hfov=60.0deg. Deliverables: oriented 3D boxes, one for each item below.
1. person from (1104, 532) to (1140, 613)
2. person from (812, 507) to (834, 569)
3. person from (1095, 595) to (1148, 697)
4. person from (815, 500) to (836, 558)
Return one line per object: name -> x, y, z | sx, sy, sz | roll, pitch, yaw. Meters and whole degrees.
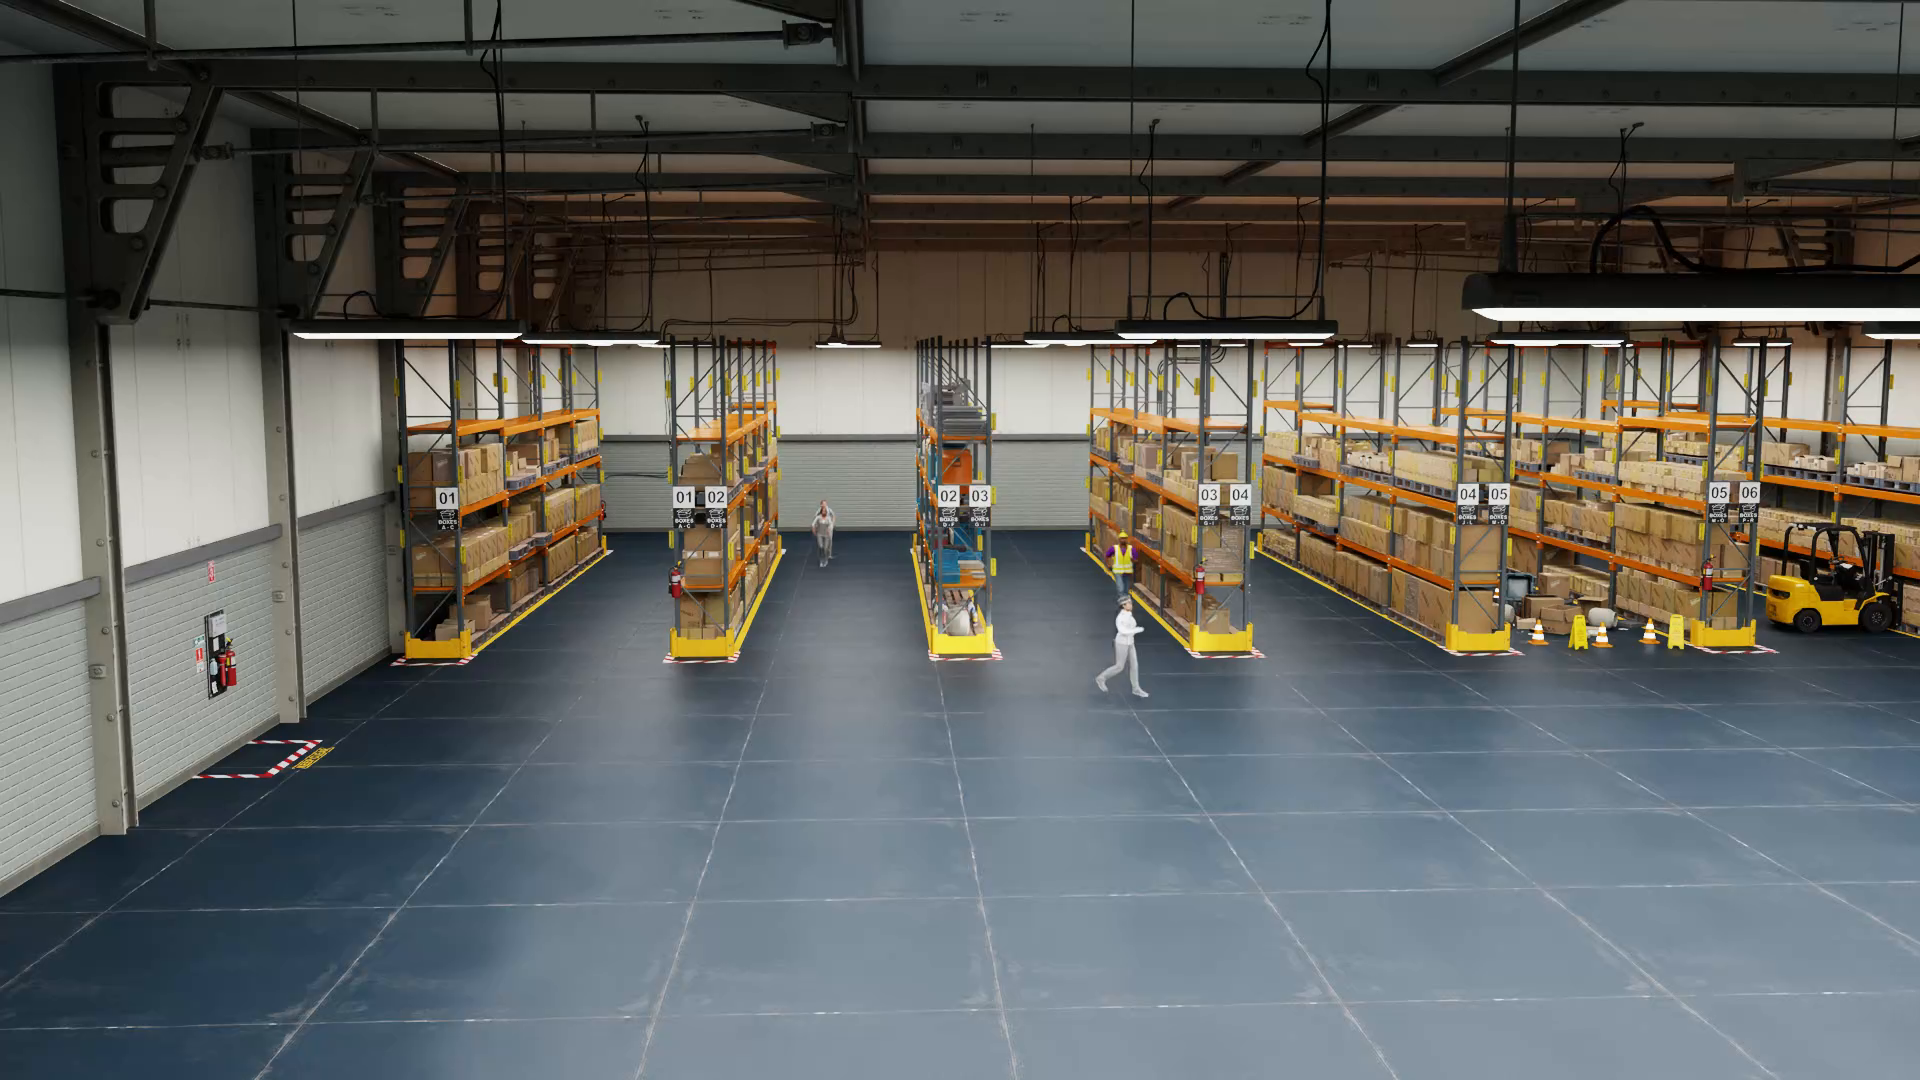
person -> 3.440, 0.704, 35.076 | 0.700, 1.752, 0.989 | -1, 7, -8
person -> -3.618, -0.063, 44.082 | 0.545, 1.640, 0.692 | -1, 7, -11
person -> 2.696, 1.737, 27.545 | 0.899, 1.687, 0.631 | 3, 7, 23
person -> -3.750, -0.310, 46.235 | 0.590, 1.617, 0.601 | -1, 7, -12
